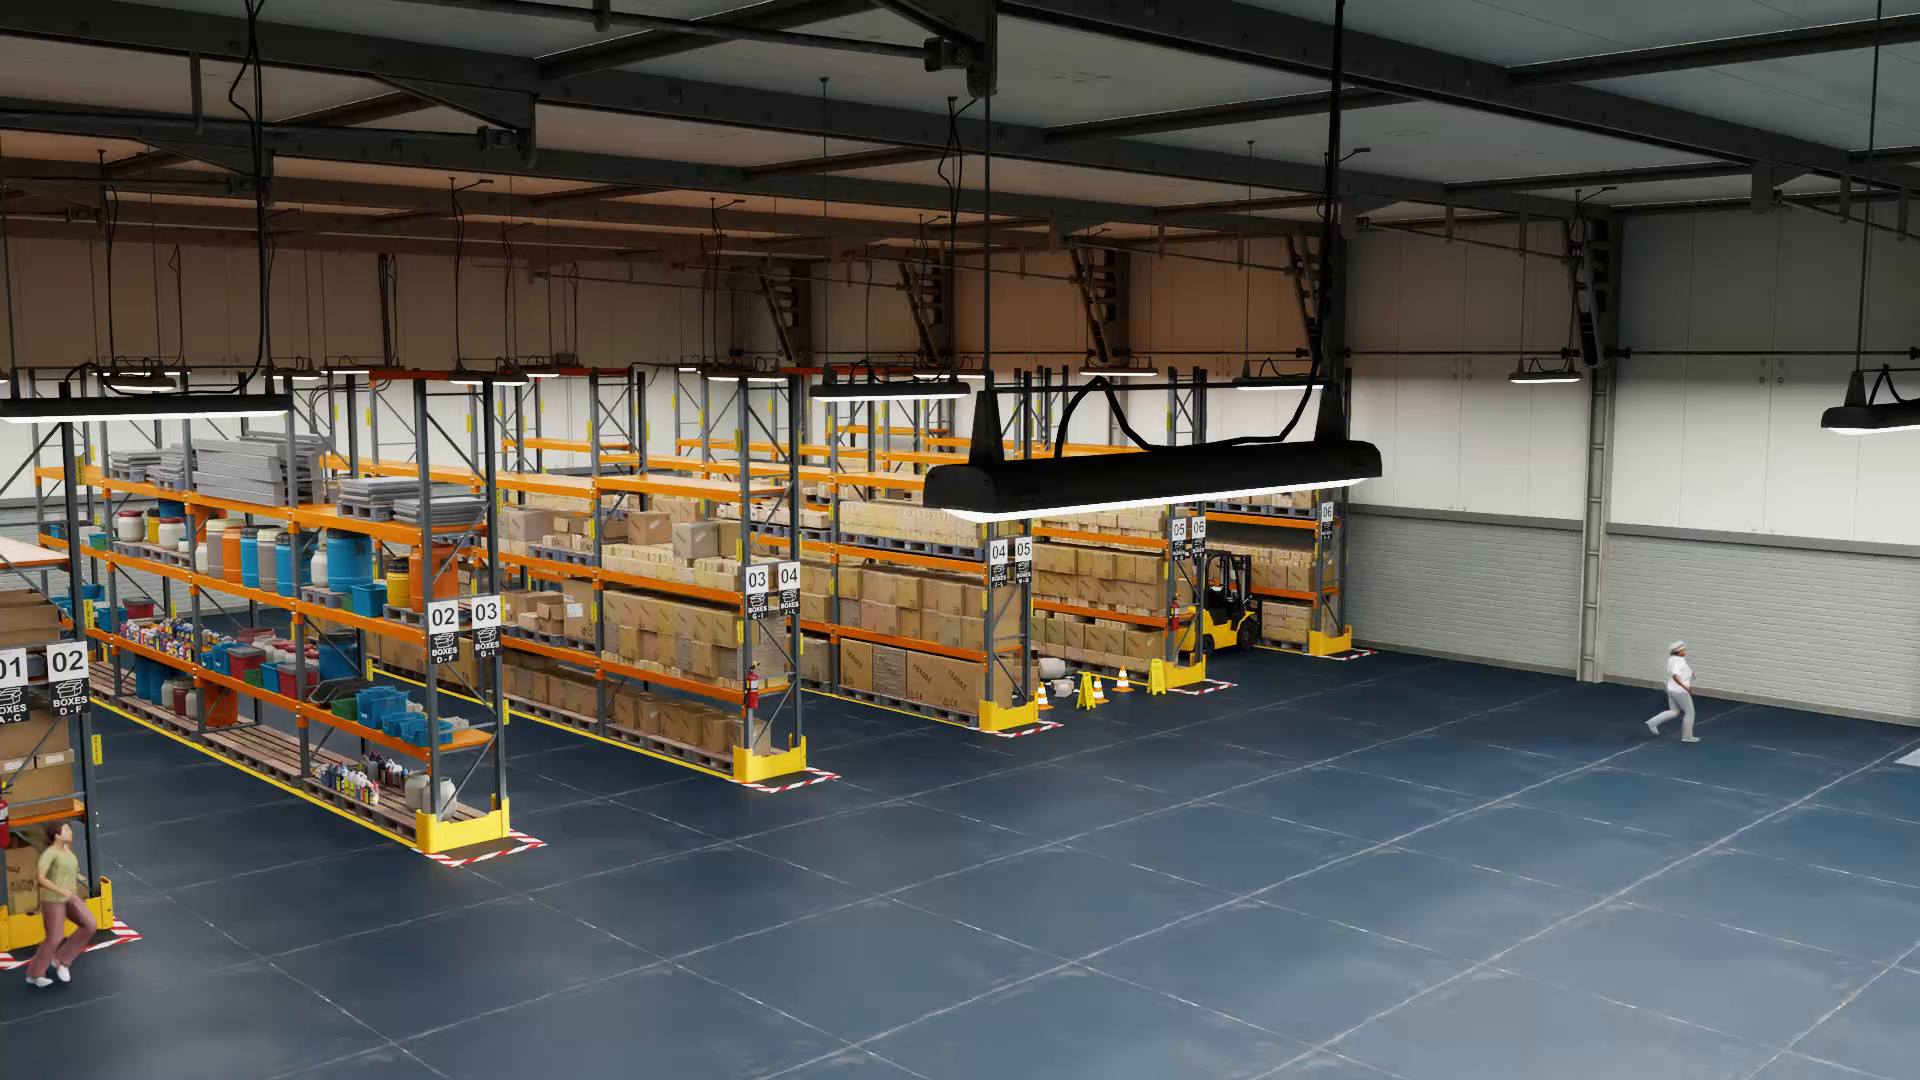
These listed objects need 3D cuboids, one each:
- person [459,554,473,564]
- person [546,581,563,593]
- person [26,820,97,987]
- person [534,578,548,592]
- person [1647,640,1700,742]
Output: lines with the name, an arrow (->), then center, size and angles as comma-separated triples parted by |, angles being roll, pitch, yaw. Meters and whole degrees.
person -> -11.791, 1.054, 39.524 | 0.798, 1.657, 0.532 | 2, 7, 18
person -> -10.145, 0.765, 41.638 | 0.806, 1.828, 0.666 | -5, 8, -39
person -> -9.055, 3.628, 16.788 | 0.616, 1.620, 0.638 | 0, 6, 2
person -> -10.238, 0.876, 41.037 | 0.566, 1.698, 0.754 | 0, 6, 1
person -> 11.635, 2.454, 27.005 | 0.834, 1.669, 0.588 | 0, 6, 0
